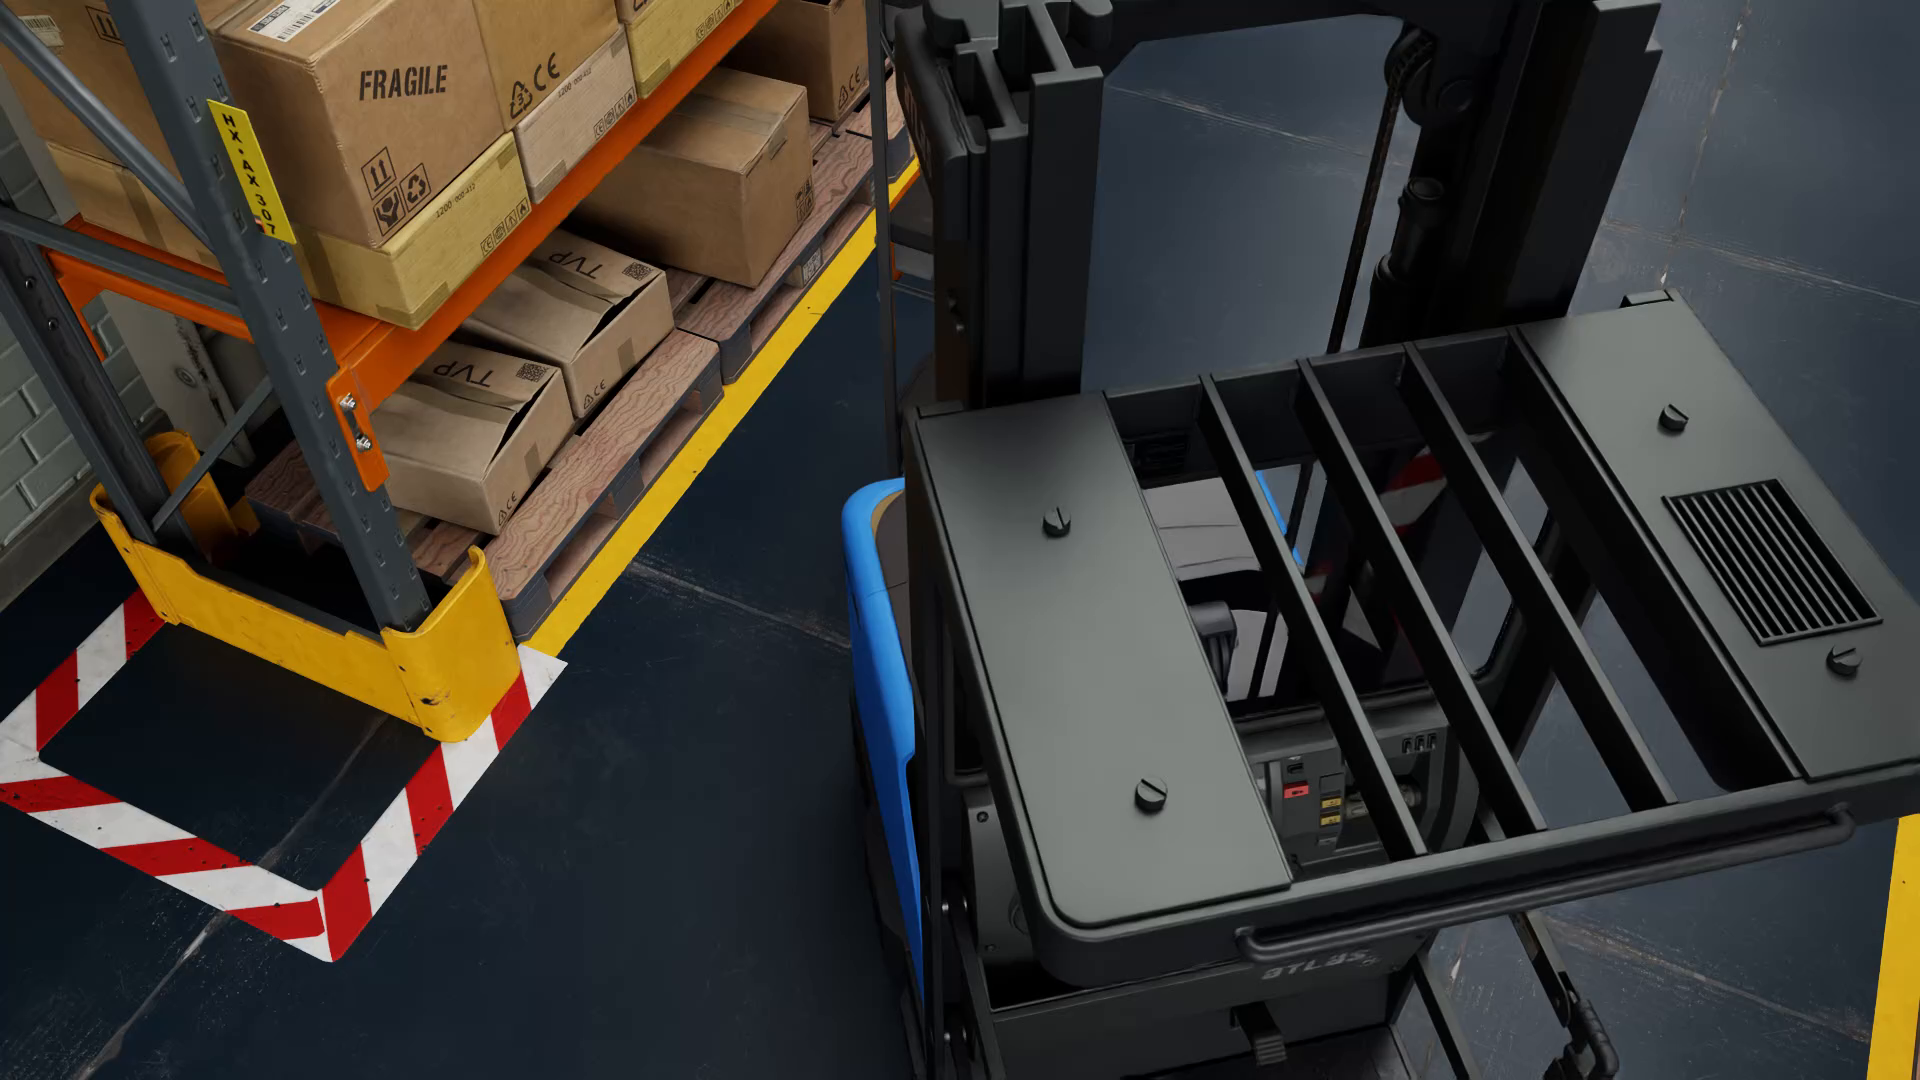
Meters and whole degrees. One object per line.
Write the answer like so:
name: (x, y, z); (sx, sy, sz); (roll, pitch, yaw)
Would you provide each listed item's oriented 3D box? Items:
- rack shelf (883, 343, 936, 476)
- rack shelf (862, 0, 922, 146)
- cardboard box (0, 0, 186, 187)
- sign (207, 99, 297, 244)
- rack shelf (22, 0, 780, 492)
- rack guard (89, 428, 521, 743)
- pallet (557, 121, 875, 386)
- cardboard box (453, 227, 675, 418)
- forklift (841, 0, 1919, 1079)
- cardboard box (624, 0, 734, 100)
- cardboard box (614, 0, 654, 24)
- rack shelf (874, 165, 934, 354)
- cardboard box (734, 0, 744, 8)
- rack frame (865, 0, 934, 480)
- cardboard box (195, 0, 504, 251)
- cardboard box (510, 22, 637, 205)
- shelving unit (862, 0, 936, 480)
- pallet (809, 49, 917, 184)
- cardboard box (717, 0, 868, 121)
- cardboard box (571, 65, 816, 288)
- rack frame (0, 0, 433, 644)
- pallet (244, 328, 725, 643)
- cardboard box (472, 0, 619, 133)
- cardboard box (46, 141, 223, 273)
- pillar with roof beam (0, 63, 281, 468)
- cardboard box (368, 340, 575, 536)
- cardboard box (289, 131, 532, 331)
rack shelf: (0.071, -0.332, 5.091); (0.431, 0.518, 0.480); (20, 52, 16)
rack shelf: (0.071, -1.239, 4.025); (0.431, 0.518, 0.480); (20, 52, 16)
cardboard box: (-1.902, -1.225, 3.916); (0.500, 0.500, 0.500); (19, 52, 16)
sign: (-1.421, -0.735, 3.337); (0.100, 0.325, 0.005); (20, 52, 16)
rack shelf: (-1.057, -1.775, 5.263); (1.077, 0.370, 4.000); (20, 52, 16)
rack guard: (-1.879, 0.127, 4.814); (1.175, 0.500, 0.348); (20, 52, 16)
pallet: (-0.978, -1.164, 6.102); (1.003, 0.211, 1.213); (20, 52, 16)
cardboard box: (-1.291, -0.742, 5.388); (0.500, 0.311, 0.500); (24, 54, 19)
forklift: (0.521, 0.635, 2.785); (1.130, 2.935, 3.031); (-10, 50, -8)
cardboard box: (-0.984, -1.532, 4.670); (0.500, 0.250, 0.500); (19, 52, 16)
cardboard box: (-0.989, -1.753, 4.365); (0.500, 0.500, 0.500); (18, 52, 15)
rack shelf: (0.071, -0.786, 4.558); (0.431, 0.518, 0.480); (20, 52, 16)
cardboard box: (-0.766, -1.880, 4.965); (0.500, 0.250, 0.500); (20, 53, 16)
rack frame: (-0.034, -0.626, 4.404); (0.400, 2.100, 0.015); (20, 52, 16)
cardboard box: (-1.436, -1.062, 3.777); (0.500, 0.500, 0.500); (20, 52, 16)
cardboard box: (-1.207, -1.183, 4.373); (0.500, 0.250, 0.500); (18, 52, 15)
shelving unit: (0.071, -0.794, 4.547); (0.431, 2.100, 0.503); (20, 52, 16)
pallet: (-0.458, -2.007, 6.819); (1.003, 0.211, 1.213); (20, 52, 16)
cardboard box: (-0.610, -1.990, 6.326); (0.500, 0.500, 0.500); (16, 52, 13)
cardboard box: (-0.932, -1.292, 5.732); (0.700, 0.500, 0.500); (17, 52, 14)
rack frame: (-1.912, -0.631, 3.817); (1.000, 3.000, 0.127); (20, 52, 16)
pallet: (-1.500, -0.327, 5.390); (1.003, 0.211, 1.213); (20, 52, 16)
cardboard box: (-1.216, -1.400, 4.064); (0.500, 0.500, 0.500); (20, 52, 16)
cardboard box: (-1.887, -0.973, 4.194); (0.500, 0.250, 0.500); (20, 53, 17)
pillar with roof beam: (1.498, -1.937, 0.990); (9.100, 9.000, 0.400); (20, 52, 16)
cardboard box: (-1.535, -0.349, 5.054); (0.500, 0.311, 0.500); (14, 51, 12)
cardboard box: (-1.416, -0.821, 4.065); (0.500, 0.250, 0.500); (18, 52, 15)
